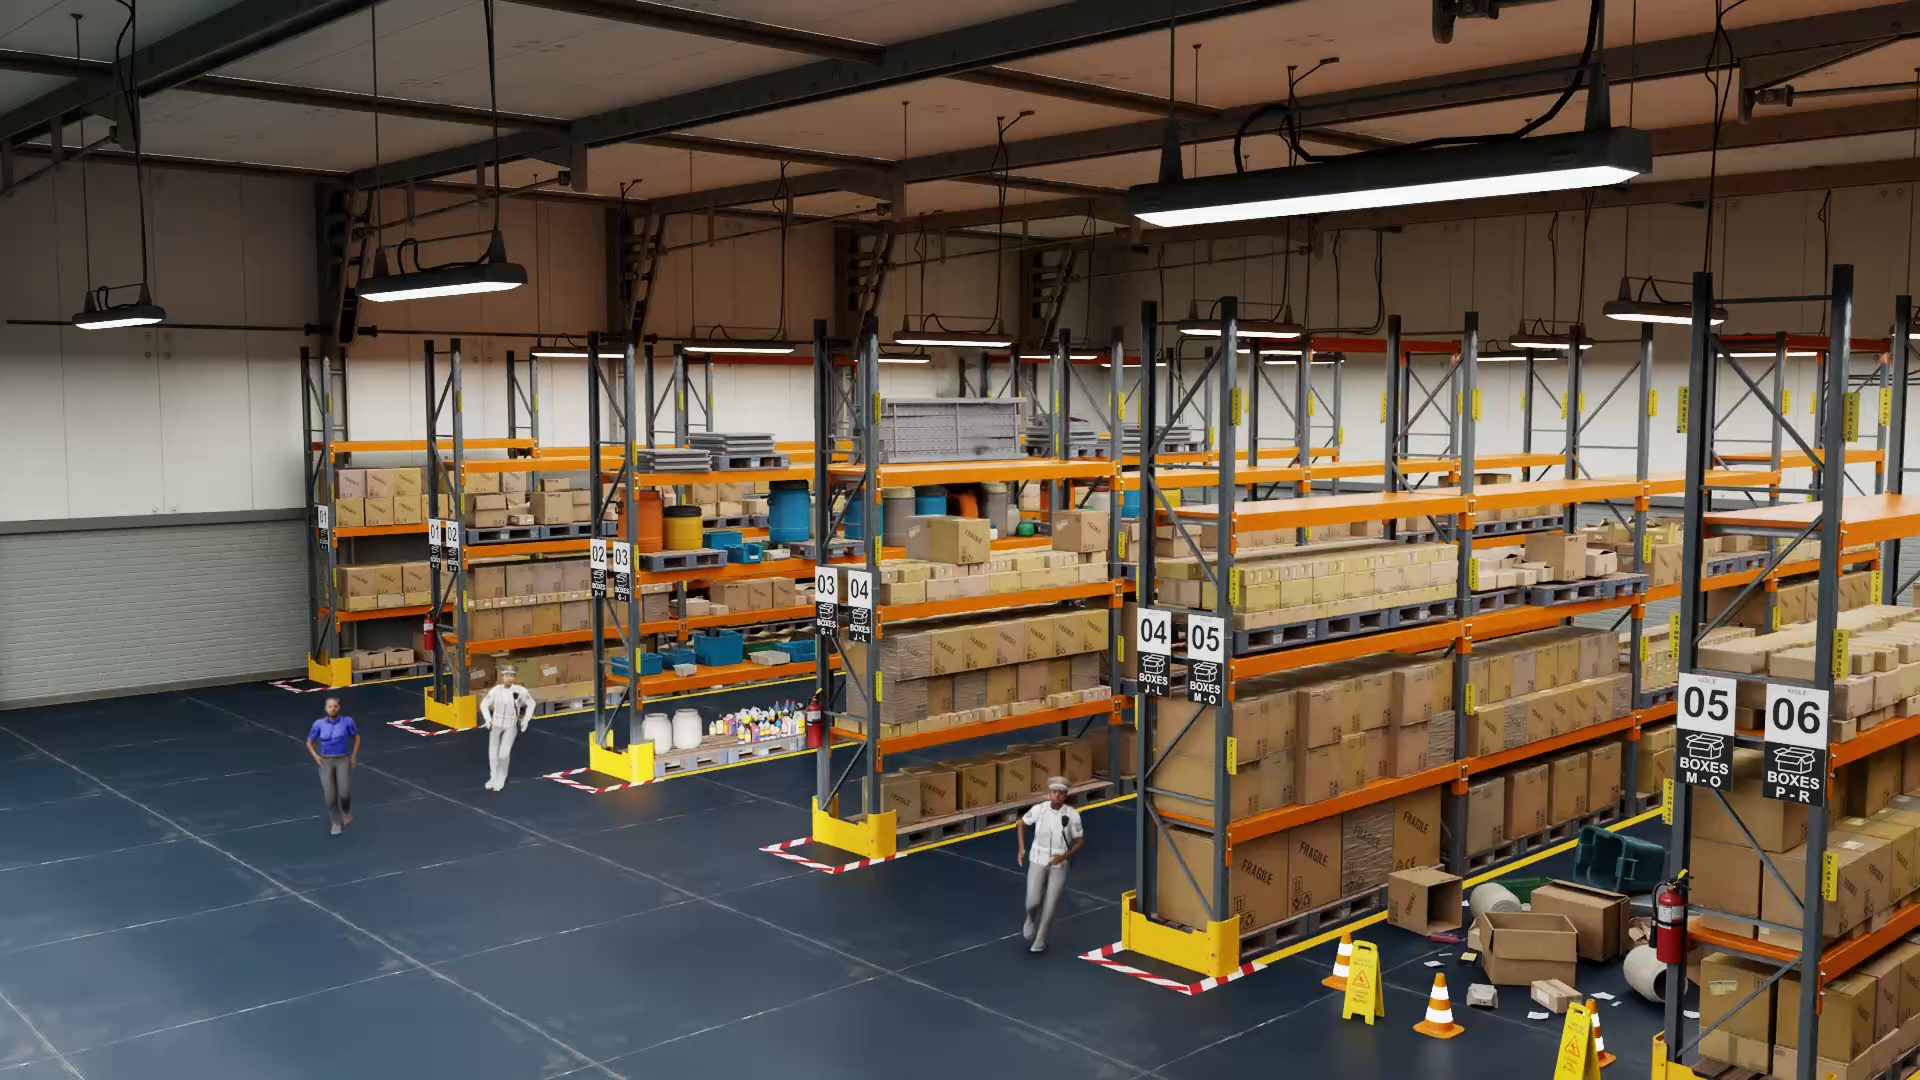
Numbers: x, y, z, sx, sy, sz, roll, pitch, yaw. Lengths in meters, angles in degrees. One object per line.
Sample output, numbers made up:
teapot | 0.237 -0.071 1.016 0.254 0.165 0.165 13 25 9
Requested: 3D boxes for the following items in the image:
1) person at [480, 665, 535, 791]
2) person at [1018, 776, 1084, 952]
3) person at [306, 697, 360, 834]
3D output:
person | -5.910 2.441 21.652 0.676 1.649 0.598 0 5 -1
person | 0.837 2.998 15.397 0.620 1.644 0.505 0 5 5
person | -7.352 2.648 19.528 0.593 1.605 0.533 -2 5 -19
